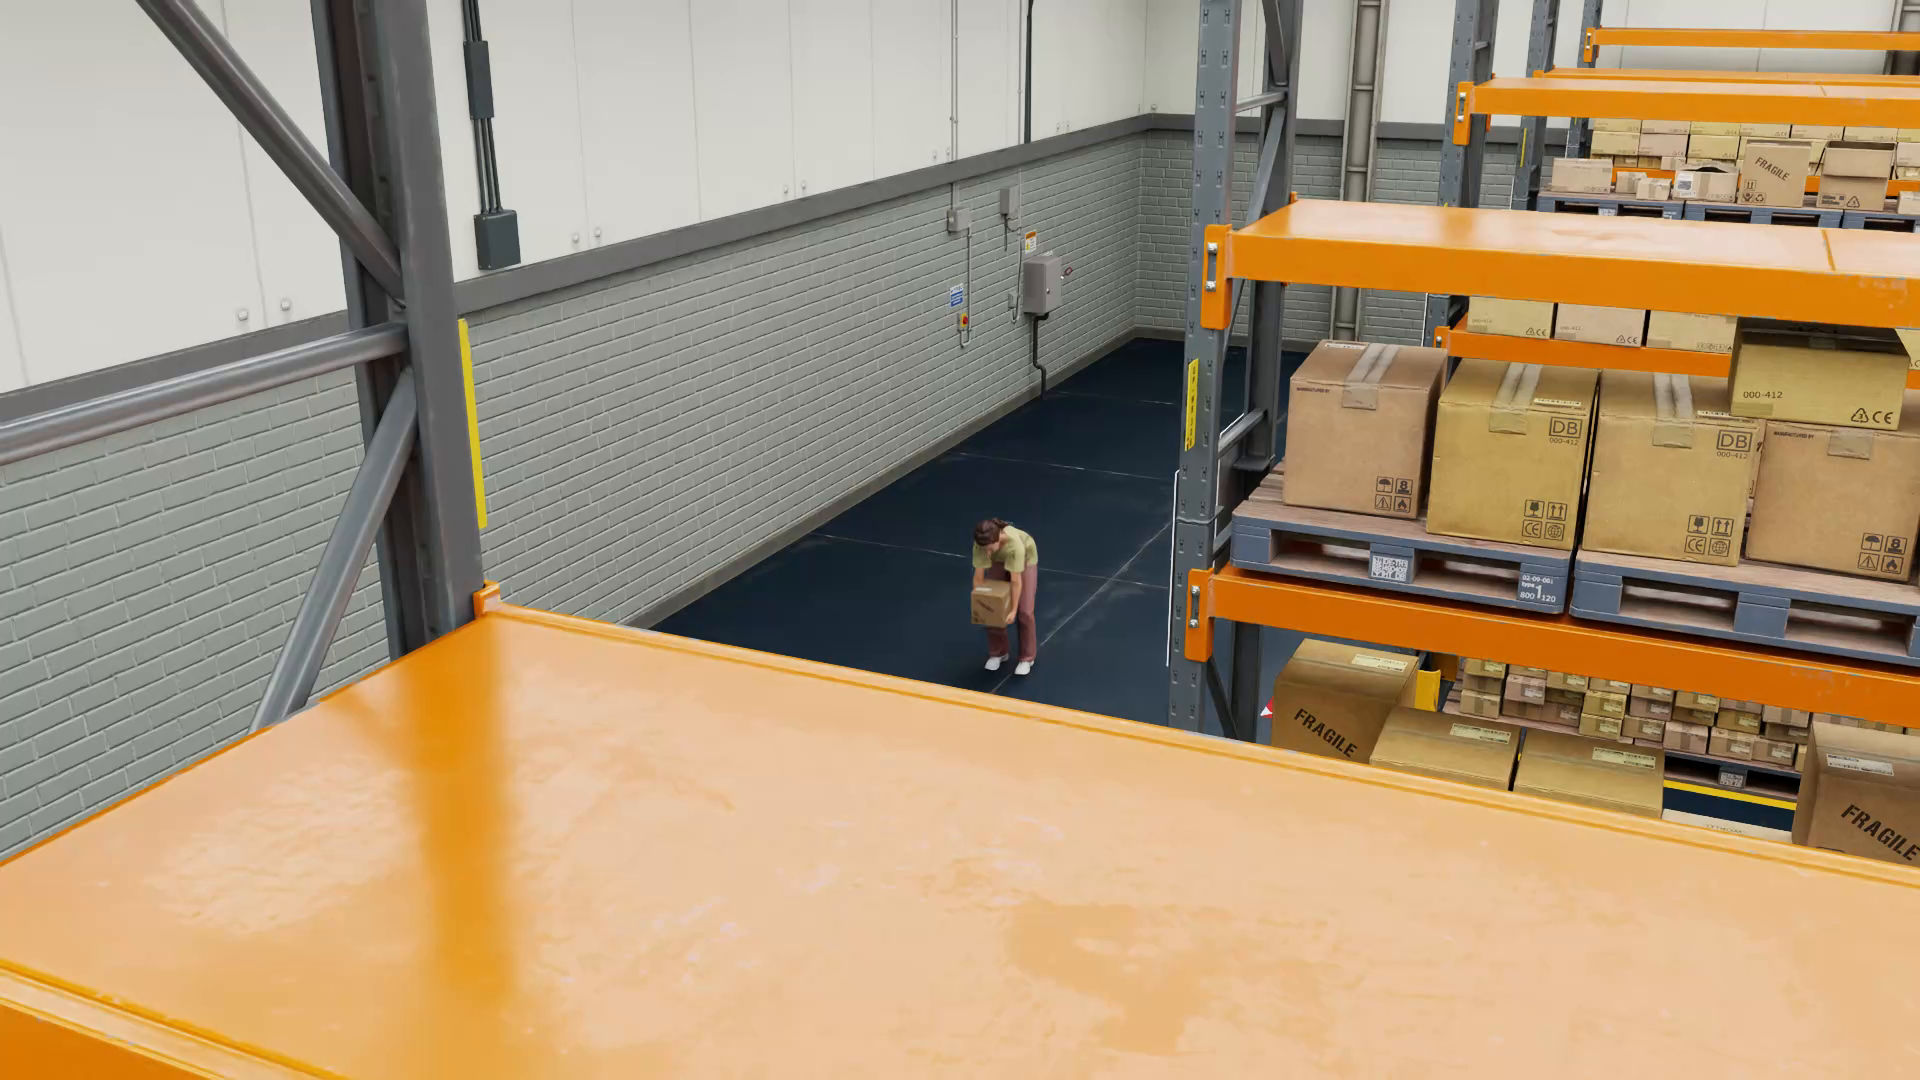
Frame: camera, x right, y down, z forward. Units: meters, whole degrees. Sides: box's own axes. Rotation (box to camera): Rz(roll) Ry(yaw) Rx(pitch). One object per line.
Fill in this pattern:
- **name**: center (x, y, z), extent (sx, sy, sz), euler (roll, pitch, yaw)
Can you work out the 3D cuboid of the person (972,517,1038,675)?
- **person**: center (0.300, 0.399, 12.128), extent (0.410, 1.311, 0.813), euler (8, 21, 22)
